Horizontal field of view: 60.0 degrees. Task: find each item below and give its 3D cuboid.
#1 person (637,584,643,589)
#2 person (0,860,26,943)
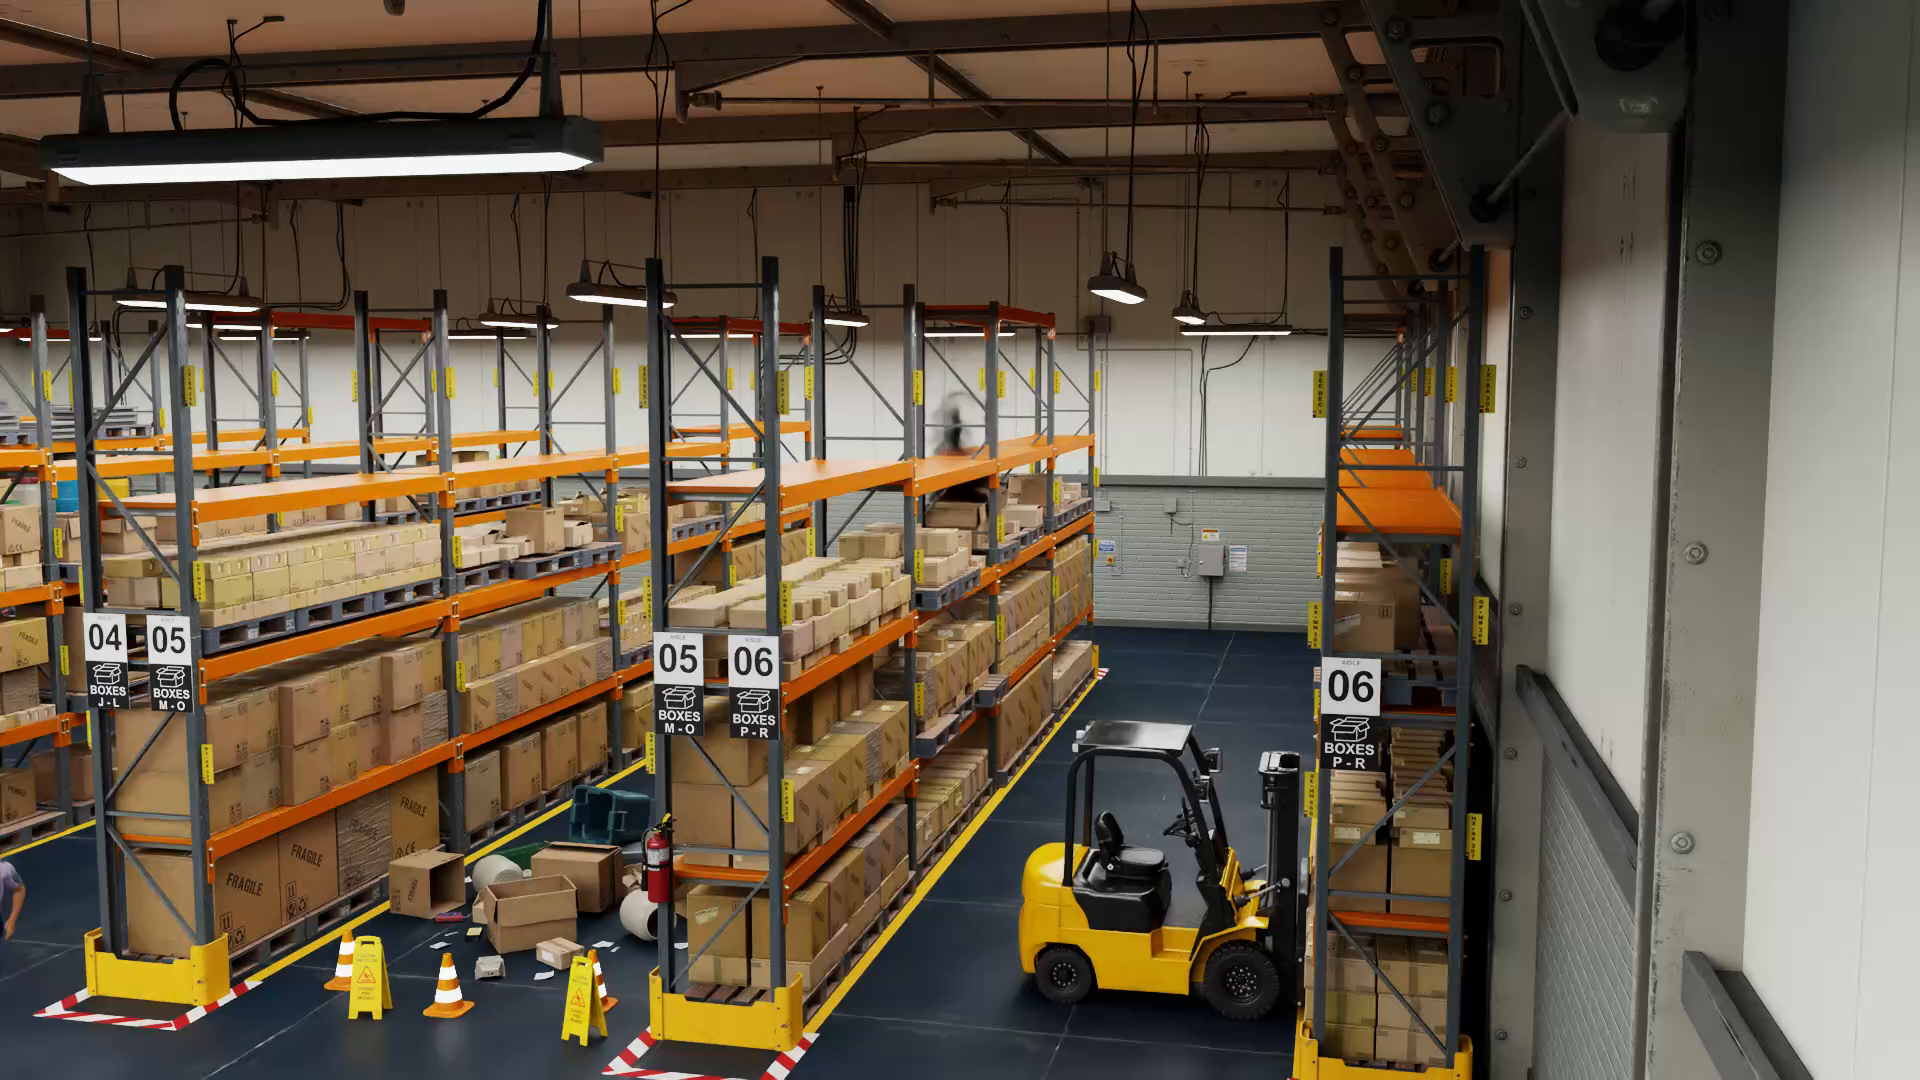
[{"bbox_3d":[-5.199,1.529,28.217,0.658,1.640,0.868,3,6,26],"label":"person"},{"bbox_3d":[-7.662,3.075,12.988,0.669,1.588,0.766,-3,7,-29],"label":"person"}]
